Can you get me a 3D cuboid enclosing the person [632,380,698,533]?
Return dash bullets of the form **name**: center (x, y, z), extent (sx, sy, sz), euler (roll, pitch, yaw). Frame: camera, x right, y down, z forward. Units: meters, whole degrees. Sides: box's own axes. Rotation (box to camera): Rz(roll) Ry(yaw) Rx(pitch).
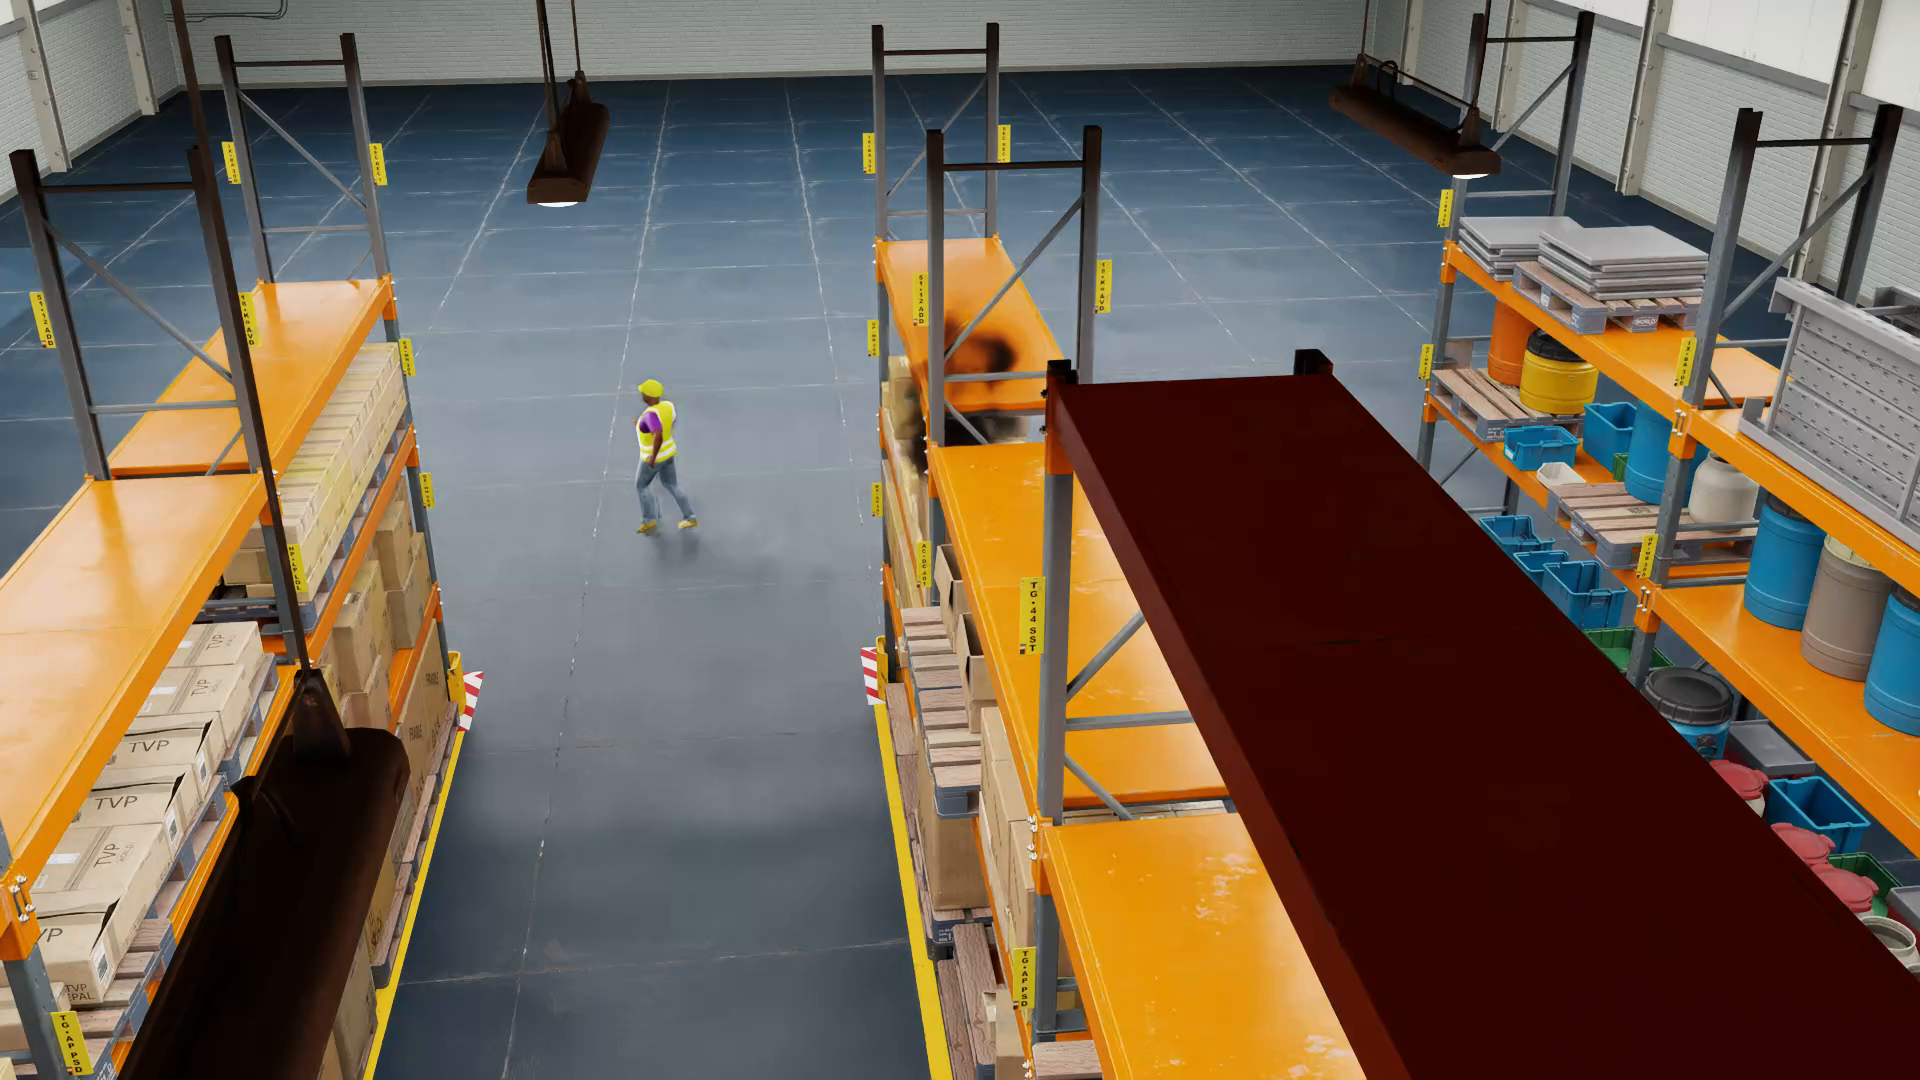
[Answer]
- **person**: center (-3.301, -0.889, 18.318), extent (0.799, 1.840, 0.700), euler (13, 28, 26)
